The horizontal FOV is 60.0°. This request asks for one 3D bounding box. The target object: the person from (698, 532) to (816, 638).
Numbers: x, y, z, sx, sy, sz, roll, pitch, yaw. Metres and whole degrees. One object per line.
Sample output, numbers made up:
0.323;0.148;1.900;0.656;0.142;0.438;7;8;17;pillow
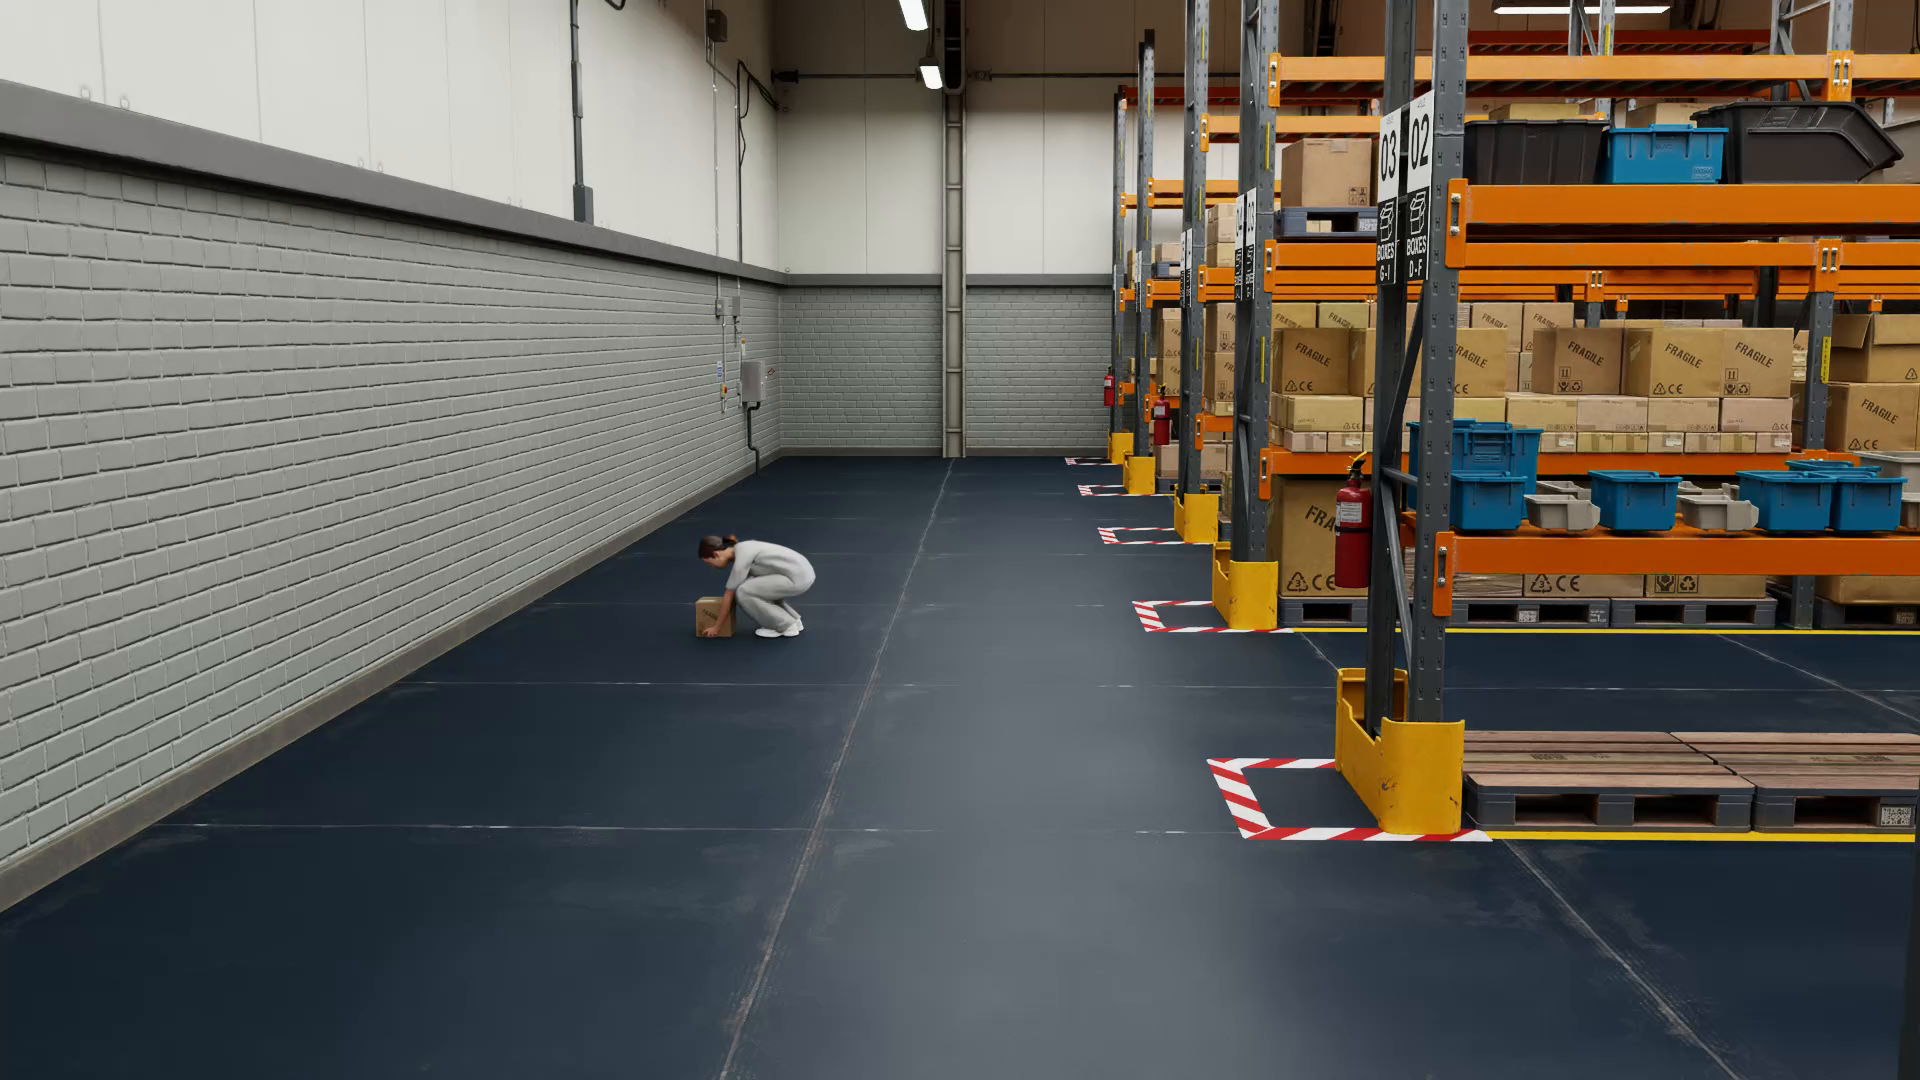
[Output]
-1.466;0.350;12.011;0.837;0.803;0.472;0;7;0;person
